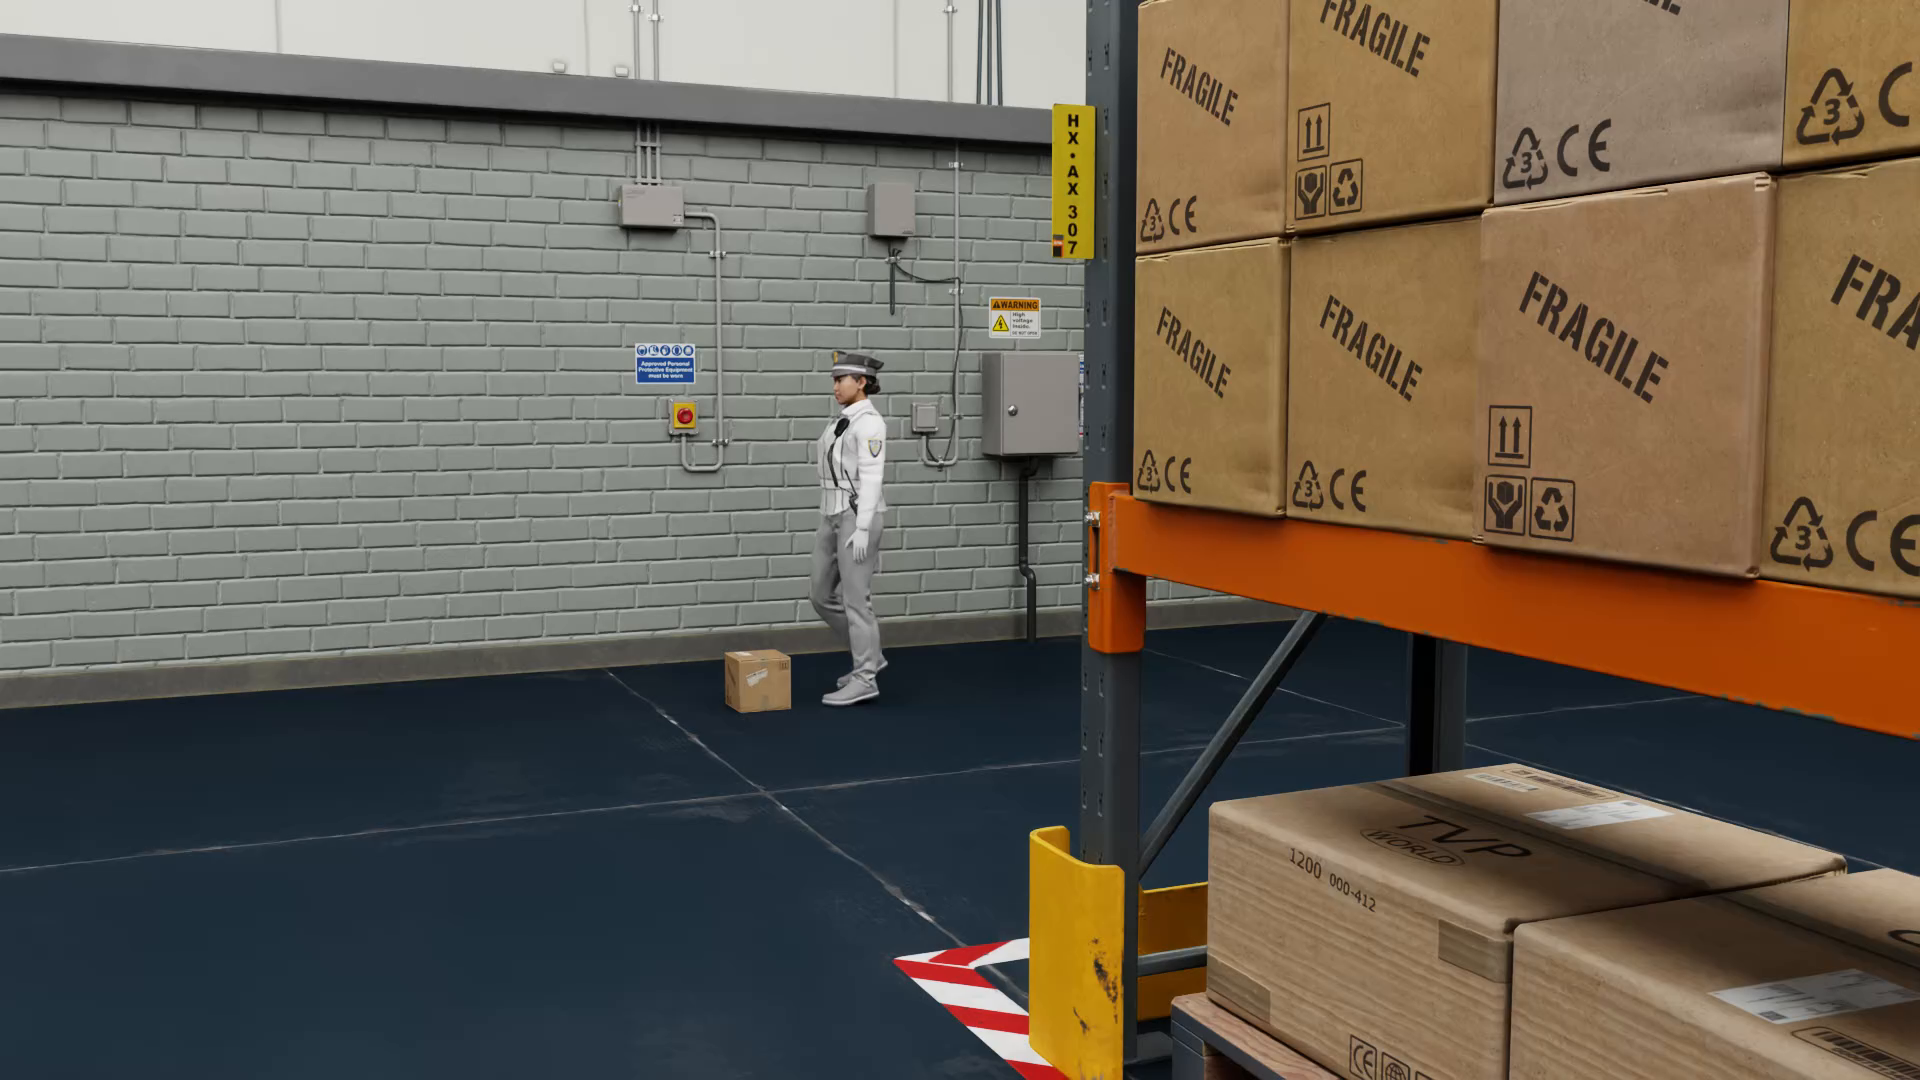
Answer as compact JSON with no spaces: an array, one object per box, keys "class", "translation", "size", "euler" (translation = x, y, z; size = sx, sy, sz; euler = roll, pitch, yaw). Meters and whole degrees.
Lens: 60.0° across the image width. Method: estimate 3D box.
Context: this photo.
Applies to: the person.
[{"class":"person","translation":[-0.509,-0.067,8.016],"size":[0.401,1.689,0.496],"euler":[-2,6,-23]}]
